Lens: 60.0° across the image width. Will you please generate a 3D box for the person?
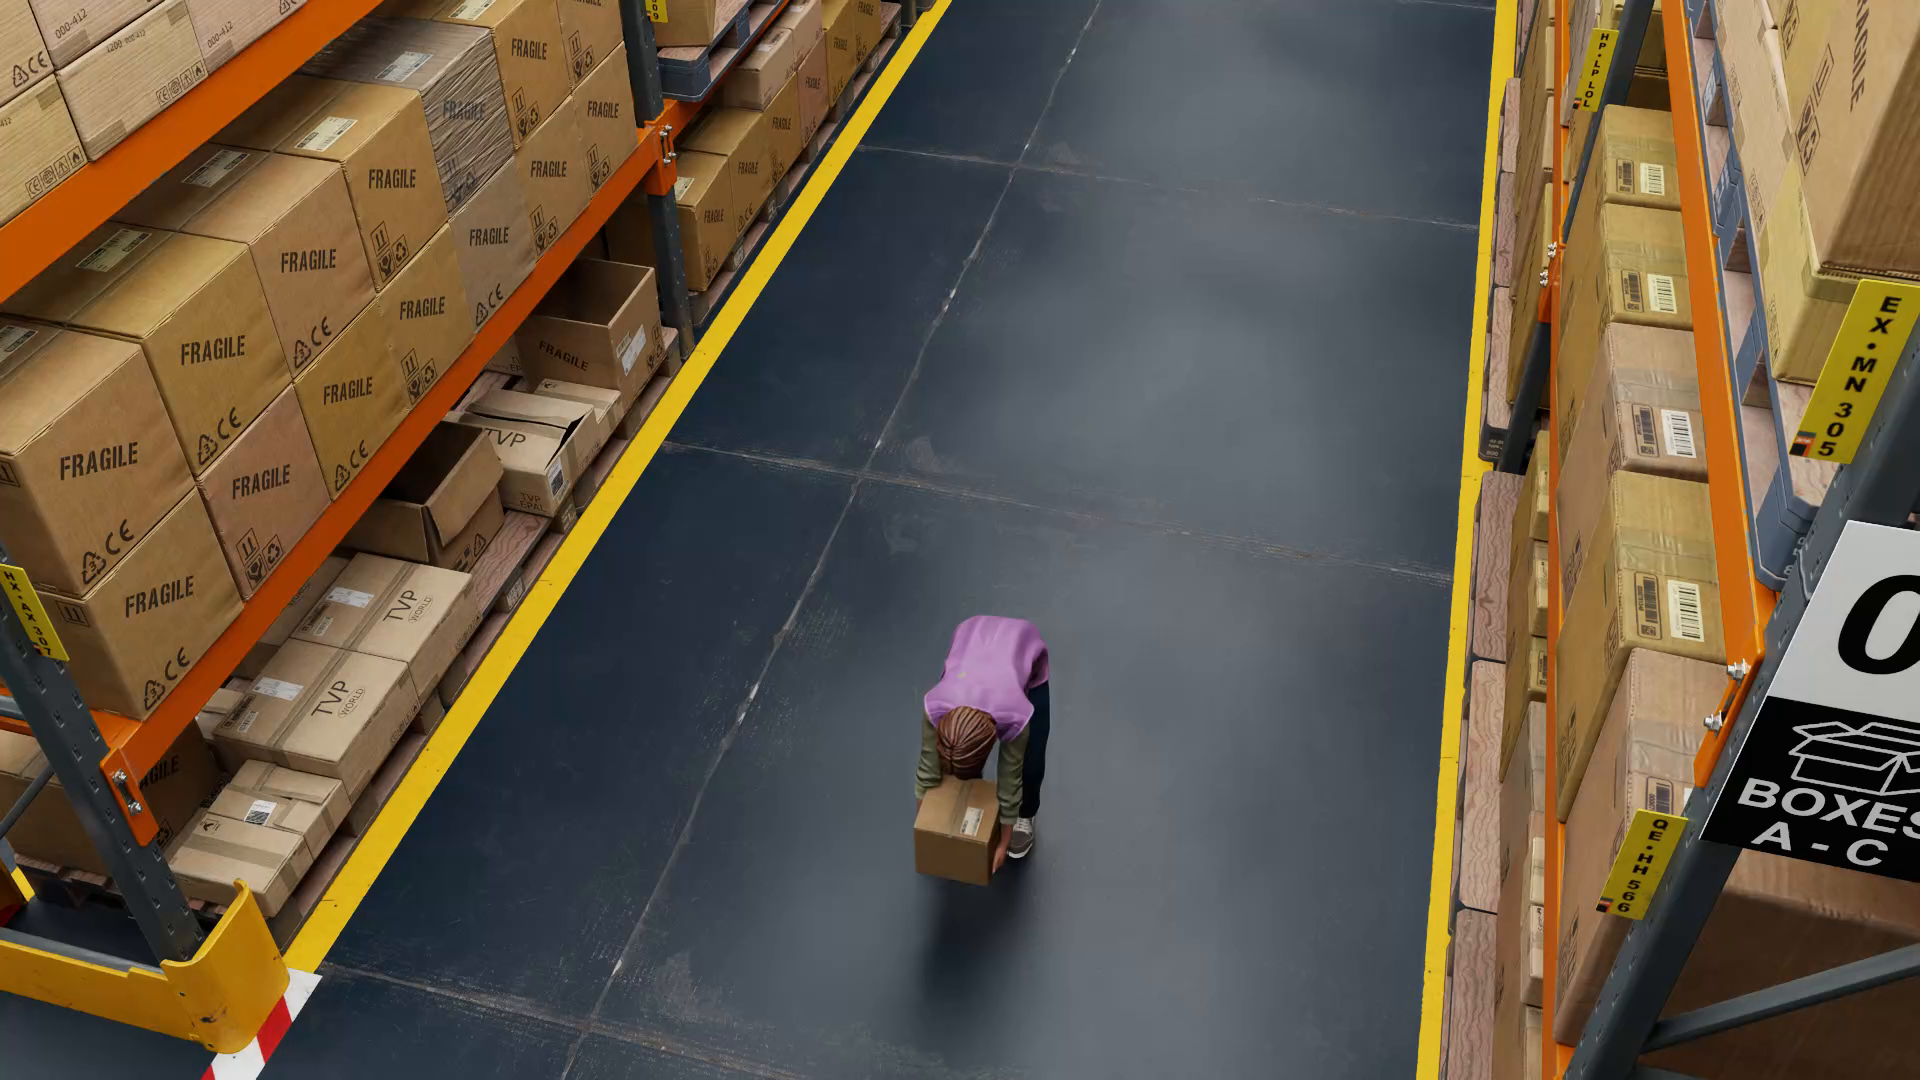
[{"bbox_3d":[0.080,0.763,5.687,0.402,1.094,0.846,8,42,9],"label":"person"}]
